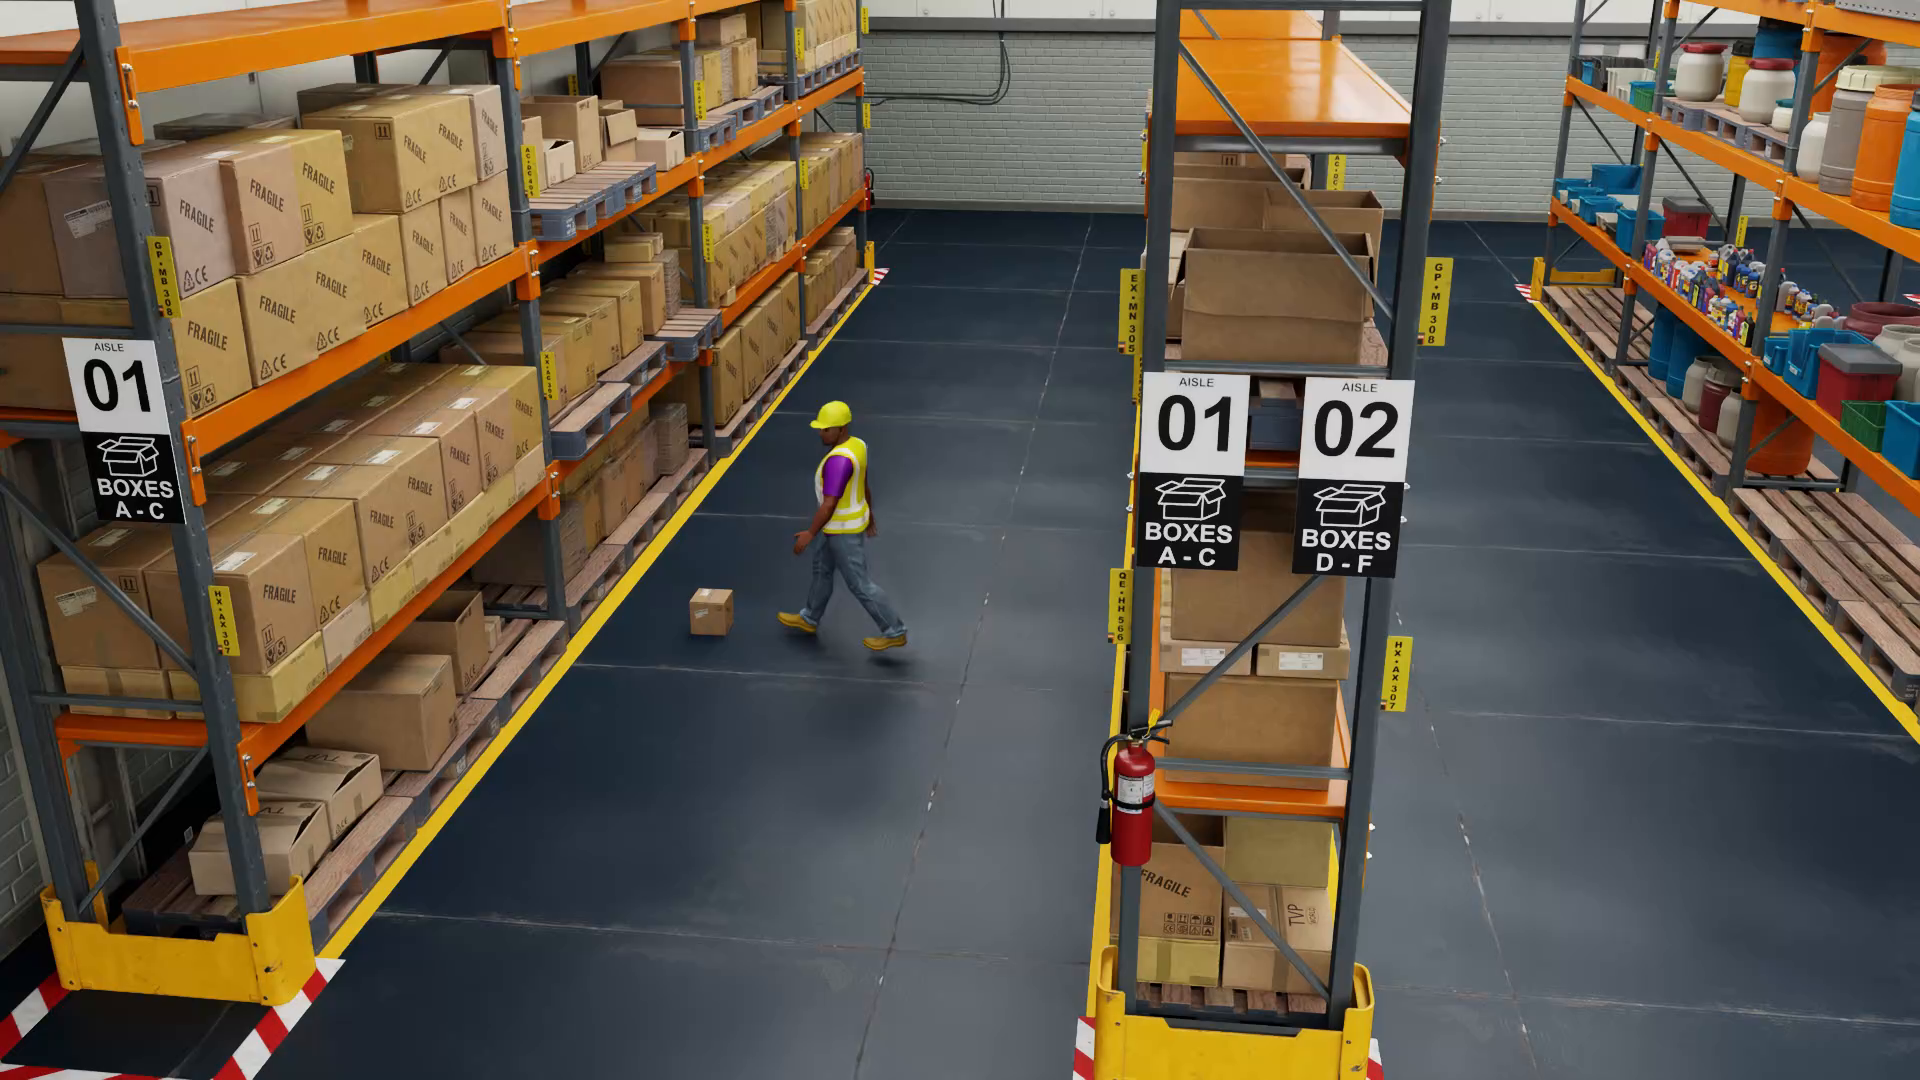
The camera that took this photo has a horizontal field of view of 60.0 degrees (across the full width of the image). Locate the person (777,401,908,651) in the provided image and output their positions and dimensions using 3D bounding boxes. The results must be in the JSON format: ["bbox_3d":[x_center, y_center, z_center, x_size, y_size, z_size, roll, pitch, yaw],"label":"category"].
[{"bbox_3d":[-0.833,-0.102,11.318,0.996,1.734,0.700,3,21,8],"label":"person"}]
